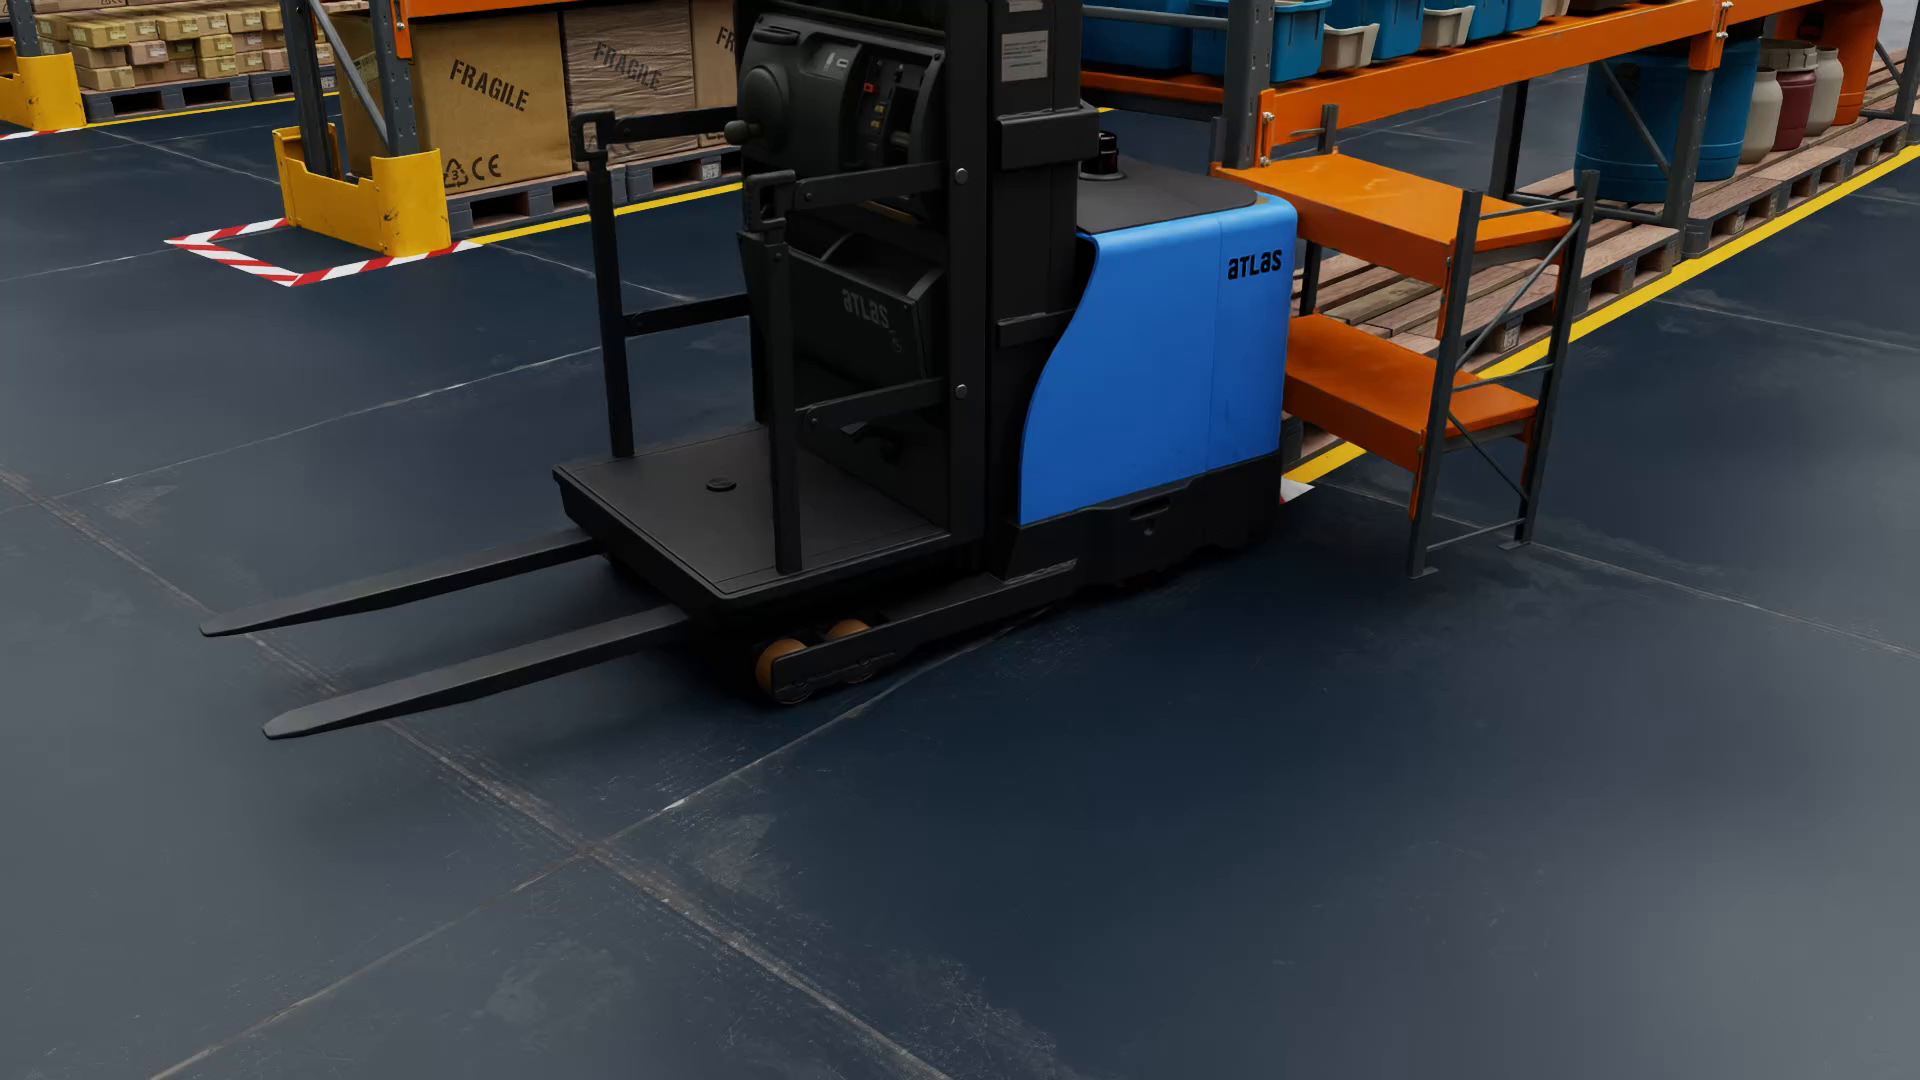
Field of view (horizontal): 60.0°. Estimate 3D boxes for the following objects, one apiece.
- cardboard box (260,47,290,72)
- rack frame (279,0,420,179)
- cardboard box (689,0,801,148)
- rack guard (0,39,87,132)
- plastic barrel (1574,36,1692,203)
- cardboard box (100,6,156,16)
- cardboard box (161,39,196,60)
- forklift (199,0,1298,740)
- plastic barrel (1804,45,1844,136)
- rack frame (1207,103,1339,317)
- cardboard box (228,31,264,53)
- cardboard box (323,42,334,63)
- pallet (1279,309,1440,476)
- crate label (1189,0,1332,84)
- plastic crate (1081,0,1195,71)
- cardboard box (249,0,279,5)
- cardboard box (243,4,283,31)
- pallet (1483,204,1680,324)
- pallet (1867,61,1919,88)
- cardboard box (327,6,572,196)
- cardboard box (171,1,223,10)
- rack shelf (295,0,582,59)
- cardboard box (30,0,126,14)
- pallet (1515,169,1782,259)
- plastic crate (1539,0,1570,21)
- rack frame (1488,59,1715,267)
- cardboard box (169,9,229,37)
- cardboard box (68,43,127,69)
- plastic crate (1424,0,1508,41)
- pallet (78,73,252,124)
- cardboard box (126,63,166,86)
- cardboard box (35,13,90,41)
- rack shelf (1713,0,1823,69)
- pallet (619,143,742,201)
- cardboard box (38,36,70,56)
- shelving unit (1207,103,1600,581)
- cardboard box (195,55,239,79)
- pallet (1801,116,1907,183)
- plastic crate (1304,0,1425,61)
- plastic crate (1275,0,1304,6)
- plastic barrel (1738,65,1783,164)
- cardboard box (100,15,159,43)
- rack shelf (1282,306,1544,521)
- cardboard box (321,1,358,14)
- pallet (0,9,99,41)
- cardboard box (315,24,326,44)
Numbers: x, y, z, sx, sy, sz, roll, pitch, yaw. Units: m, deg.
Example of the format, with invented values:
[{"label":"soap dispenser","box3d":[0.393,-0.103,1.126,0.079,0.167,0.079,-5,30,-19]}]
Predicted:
[{"label":"cardboard box","box3d":[-5.335,-3.743,12.902,0.380,0.149,0.250,18,30,35]},{"label":"rack frame","box3d":[-3.154,-3.011,8.299,1.000,3.000,0.127,20,31,38]},{"label":"cardboard box","box3d":[-1.585,-2.999,10.355,0.875,0.875,0.875,20,31,38]},{"label":"rack guard","box3d":[-6.729,-3.279,11.952,1.175,0.500,0.348,20,31,38]},{"label":"plastic barrel","box3d":[3.580,-2.273,8.704,0.600,0.901,0.708,20,31,38]},{"label":"cardboard box","box3d":[-6.327,-3.963,12.668,0.380,0.149,0.250,19,31,36]},{"label":"cardboard box","box3d":[-5.917,-3.679,12.397,0.380,0.149,0.250,21,31,38]},{"label":"forklift","box3d":[-0.498,-1.158,4.250,3.031,2.935,1.130,-16,29,-32]},{"label":"plastic barrel","box3d":[5.250,-2.802,10.361,0.421,0.512,0.421,0,24,0]},{"label":"rack frame","box3d":[0.977,-0.834,5.436,0.500,1.125,0.032,-14,30,-29]},{"label":"cardboard box","box3d":[-5.559,-3.834,12.743,0.380,0.149,0.250,18,30,35]},{"label":"cardboard box","box3d":[-5.033,-3.917,13.290,0.380,0.149,0.250,21,32,38]},{"label":"pallet","box3d":[1.114,-0.627,6.390,1.003,0.211,1.213,20,31,38]},{"label":"crate label","box3d":[0.944,-1.595,5.272,0.416,0.233,0.303,20,31,38]},{"label":"plastic crate","box3d":[0.619,-1.855,5.605,0.616,0.435,0.499,20,31,38]},{"label":"cardboard box","box3d":[-5.557,-4.260,13.328,0.380,0.149,0.250,20,31,38]},{"label":"cardboard box","box3d":[-5.314,-4.032,12.820,0.380,0.149,0.250,21,31,38]},{"label":"pallet","box3d":[2.742,-1.370,8.048,1.003,0.211,1.213,20,31,38]},{"label":"pallet","box3d":[7.234,-3.419,12.618,1.003,0.211,1.213,20,31,38]},{"label":"cardboard box","box3d":[-2.786,-2.450,9.132,0.875,0.875,0.875,20,31,38]},{"label":"cardboard box","box3d":[-5.969,-4.122,13.021,0.380,0.149,0.250,22,32,39]},{"label":"rack shelf","box3d":[-1.819,-3.292,9.806,1.077,0.370,4.000,20,31,38]},{"label":"cardboard box","box3d":[-8.960,-5.523,16.521,0.875,0.438,0.875,19,30,36]},{"label":"pallet","box3d":[3.750,-1.829,9.071,1.003,0.211,1.213,20,31,38]},{"label":"plastic crate","box3d":[2.266,-2.172,6.677,0.293,0.136,0.466,20,31,38]},{"label":"rack frame","box3d":[3.204,-2.877,8.001,1.000,3.000,0.127,20,31,38]},{"label":"cardboard box","box3d":[-5.716,-3.882,12.486,0.380,0.149,0.250,18,30,35]},{"label":"cardboard box","box3d":[-6.239,-3.512,12.025,0.380,0.149,0.250,22,32,40]},{"label":"plastic crate","box3d":[1.823,-1.996,6.167,0.416,0.233,0.300,20,31,38]},{"label":"pallet","box3d":[-6.161,-3.385,12.541,1.003,0.211,1.213,20,31,38]},{"label":"cardboard box","box3d":[-6.078,-3.461,12.275,0.380,0.149,0.250,20,31,37]},{"label":"cardboard box","box3d":[-6.616,-3.789,12.278,0.380,0.149,0.250,21,31,38]},{"label":"rack shelf","box3d":[4.539,-3.159,9.507,1.077,0.370,4.000,20,31,38]},{"label":"pallet","box3d":[-1.864,-2.374,10.286,1.003,0.211,1.213,20,31,38]},{"label":"cardboard box","box3d":[-6.640,-3.662,12.358,0.380,0.149,0.250,19,30,36]},{"label":"shelving unit","box3d":[1.245,-0.641,5.049,0.538,1.125,1.048,-14,30,-29]},{"label":"cardboard box","box3d":[-5.665,-3.587,12.555,0.380,0.149,0.250,21,31,38]},{"label":"pallet","box3d":[5.379,-2.572,10.729,1.003,0.211,1.213,20,31,38]},{"label":"plastic crate","box3d":[1.384,-1.796,5.720,0.416,0.233,0.300,20,31,38]},{"label":"plastic crate","box3d":[1.148,-1.948,6.177,0.396,0.136,0.243,20,31,38]},{"label":"plastic barrel","box3d":[4.496,-2.458,9.594,0.421,0.512,0.421,0,24,0]},{"label":"cardboard box","box3d":[-6.083,-3.742,12.174,0.380,0.149,0.250,21,31,38]},{"label":"rack shelf","box3d":[1.240,-0.421,5.155,0.538,0.278,1.000,-14,30,-29]},{"label":"cardboard box","box3d":[-4.970,-4.180,13.151,0.380,0.149,0.250,19,30,36]},{"label":"pallet","box3d":[-9.244,-5.080,16.321,1.003,0.211,1.213,20,31,38]},{"label":"cardboard box","box3d":[-5.221,-4.008,13.130,0.380,0.149,0.250,22,32,40]}]
